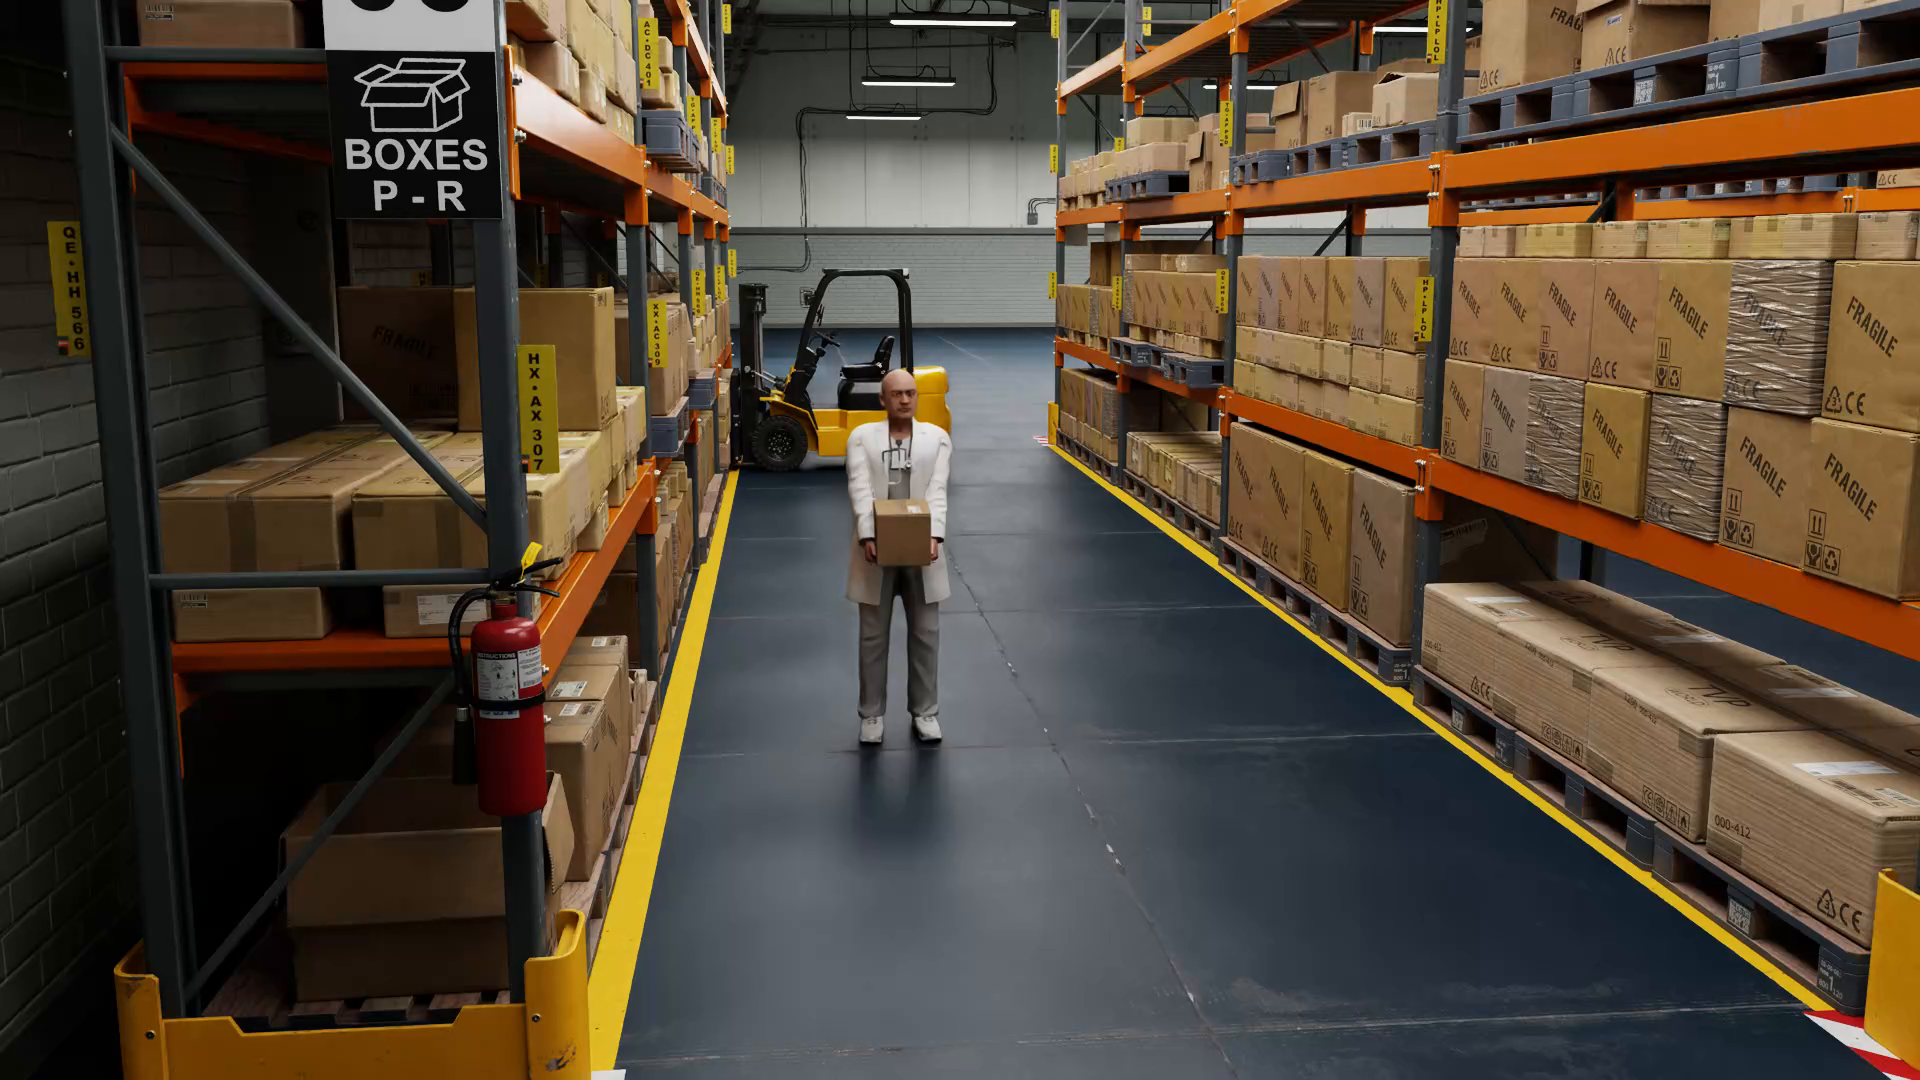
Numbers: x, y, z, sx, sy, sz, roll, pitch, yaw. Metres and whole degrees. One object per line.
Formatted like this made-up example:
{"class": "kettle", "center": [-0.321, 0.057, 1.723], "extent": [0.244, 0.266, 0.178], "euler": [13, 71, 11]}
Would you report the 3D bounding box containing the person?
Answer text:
{"class": "person", "center": [-0.285, 0.091, 7.922], "extent": [0.525, 1.779, 0.554], "euler": [-1, 10, -6]}
